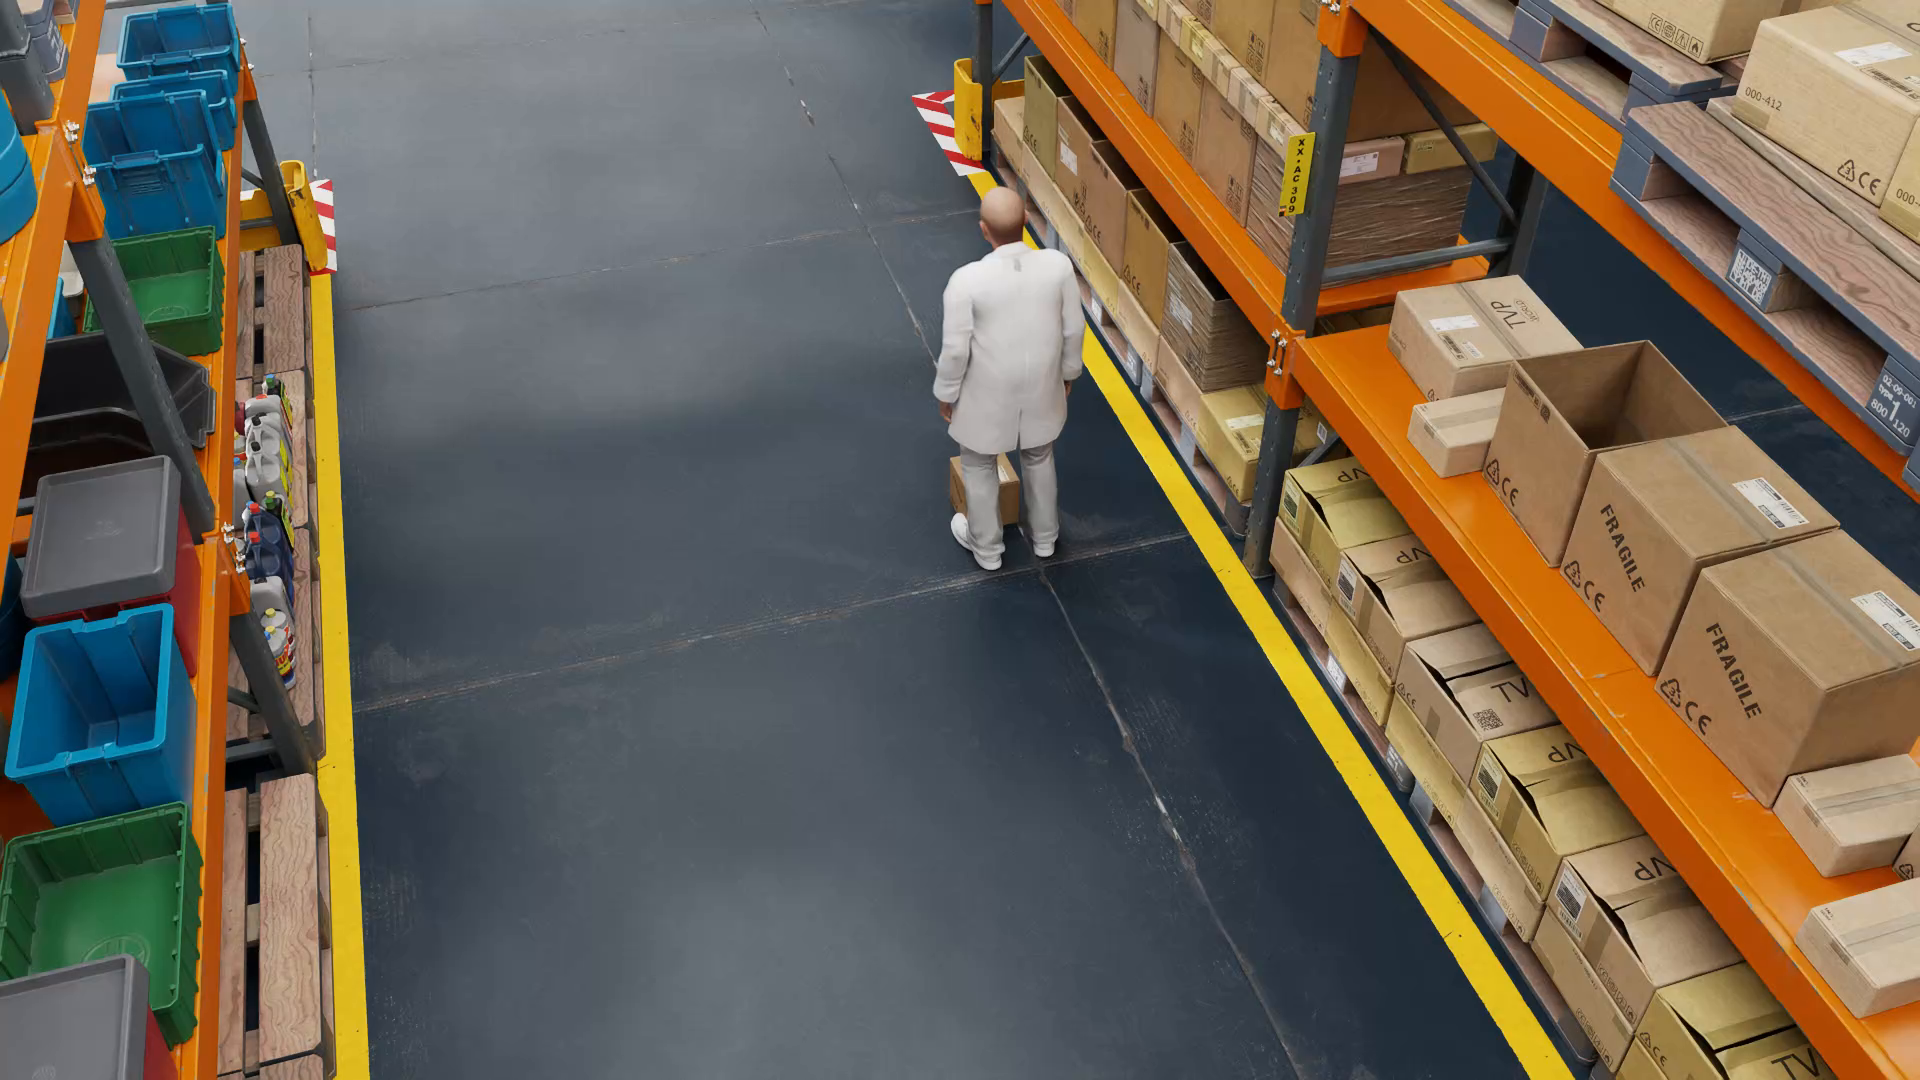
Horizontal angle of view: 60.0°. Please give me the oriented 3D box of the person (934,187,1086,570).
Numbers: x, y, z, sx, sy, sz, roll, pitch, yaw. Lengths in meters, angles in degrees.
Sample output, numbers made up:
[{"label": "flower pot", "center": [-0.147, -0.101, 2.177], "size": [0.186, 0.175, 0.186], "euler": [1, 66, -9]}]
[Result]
[{"label": "person", "center": [0.201, -0.644, 6.895], "size": [0.640, 1.773, 0.425], "euler": [-12, 43, -13]}]
